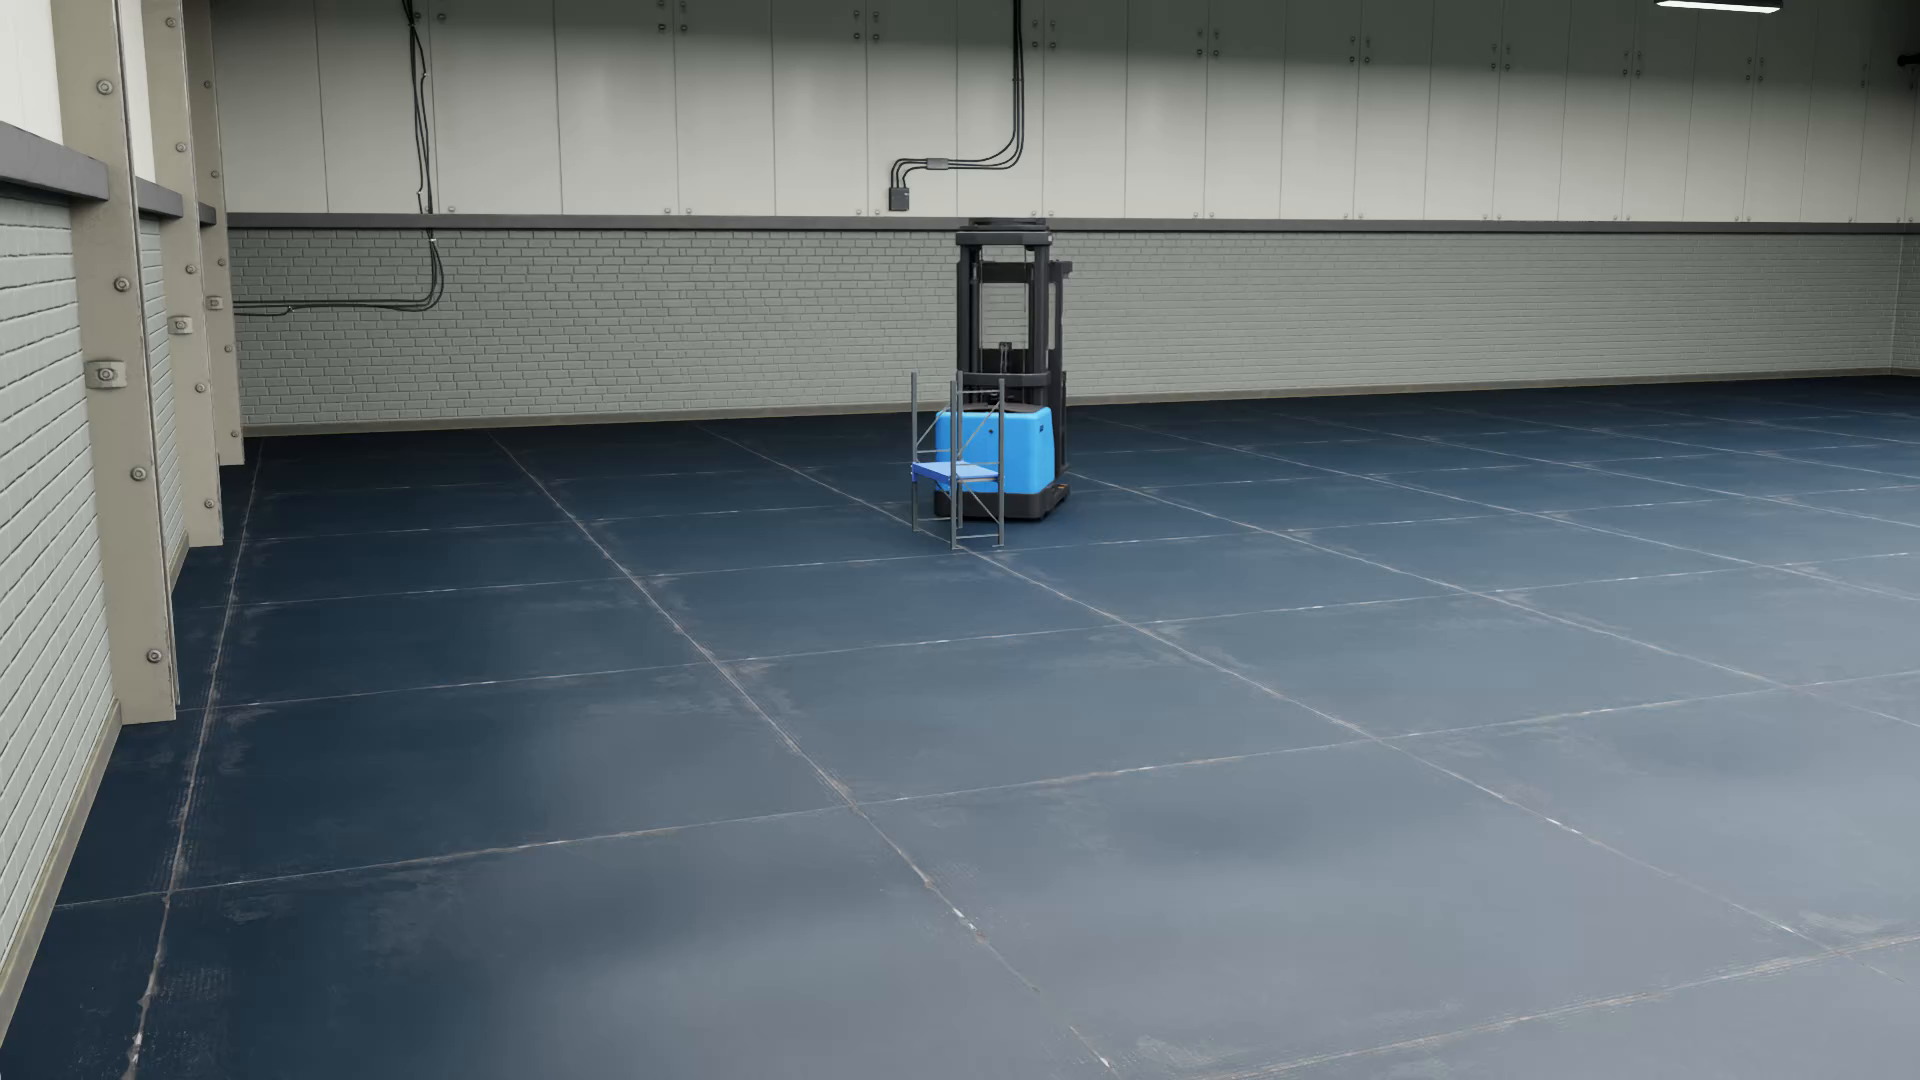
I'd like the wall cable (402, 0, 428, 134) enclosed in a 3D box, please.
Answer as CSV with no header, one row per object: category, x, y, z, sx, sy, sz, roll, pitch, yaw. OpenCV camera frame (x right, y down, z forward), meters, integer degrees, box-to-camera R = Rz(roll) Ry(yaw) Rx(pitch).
wall cable,-6.354,-7.080,23.804,3.097,2.526,0.112,-4,11,-21

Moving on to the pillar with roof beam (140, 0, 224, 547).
pillar with roof beam,-2.854,-4.680,15.864,9.100,9.000,0.400,-4,11,-21

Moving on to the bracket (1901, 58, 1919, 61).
bracket,19.193,-9.493,32.644,0.076,0.066,3.189,-4,11,-21

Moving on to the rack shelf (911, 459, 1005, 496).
rack shelf,-0.031,-0.575,15.228,0.538,0.185,1.000,-4,11,-21

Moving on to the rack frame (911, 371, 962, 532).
rack frame,-0.215,-0.835,15.663,0.500,1.500,0.032,-4,11,-21

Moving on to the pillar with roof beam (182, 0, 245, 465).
pillar with roof beam,-5.028,-5.659,21.370,9.100,9.000,0.400,-4,11,-21

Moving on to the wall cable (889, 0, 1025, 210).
wall cable,-0.021,-8.225,26.084,2.305,6.003,0.169,-4,11,-21

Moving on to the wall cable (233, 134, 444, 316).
wall cable,-8.875,-4.422,23.281,3.097,2.526,0.112,-4,11,-21

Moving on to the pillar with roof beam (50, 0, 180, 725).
pillar with roof beam,-0.679,-3.700,10.358,9.100,9.000,0.400,-4,11,-21

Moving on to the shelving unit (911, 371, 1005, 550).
shelving unit,-0.031,-0.752,15.197,0.538,1.500,1.048,-4,11,-21

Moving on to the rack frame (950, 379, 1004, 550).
rack frame,0.153,-0.669,14.730,0.500,1.500,0.032,-4,11,-21

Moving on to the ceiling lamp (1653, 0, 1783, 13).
ceiling lamp,10.254,-8.848,22.627,2.000,3.185,0.800,-4,11,-21

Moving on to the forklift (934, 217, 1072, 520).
forklift,0.558,-1.853,17.297,1.130,2.935,3.031,2,10,12

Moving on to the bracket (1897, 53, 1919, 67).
bracket,18.979,-9.589,33.186,0.235,0.232,0.430,-4,11,-21
